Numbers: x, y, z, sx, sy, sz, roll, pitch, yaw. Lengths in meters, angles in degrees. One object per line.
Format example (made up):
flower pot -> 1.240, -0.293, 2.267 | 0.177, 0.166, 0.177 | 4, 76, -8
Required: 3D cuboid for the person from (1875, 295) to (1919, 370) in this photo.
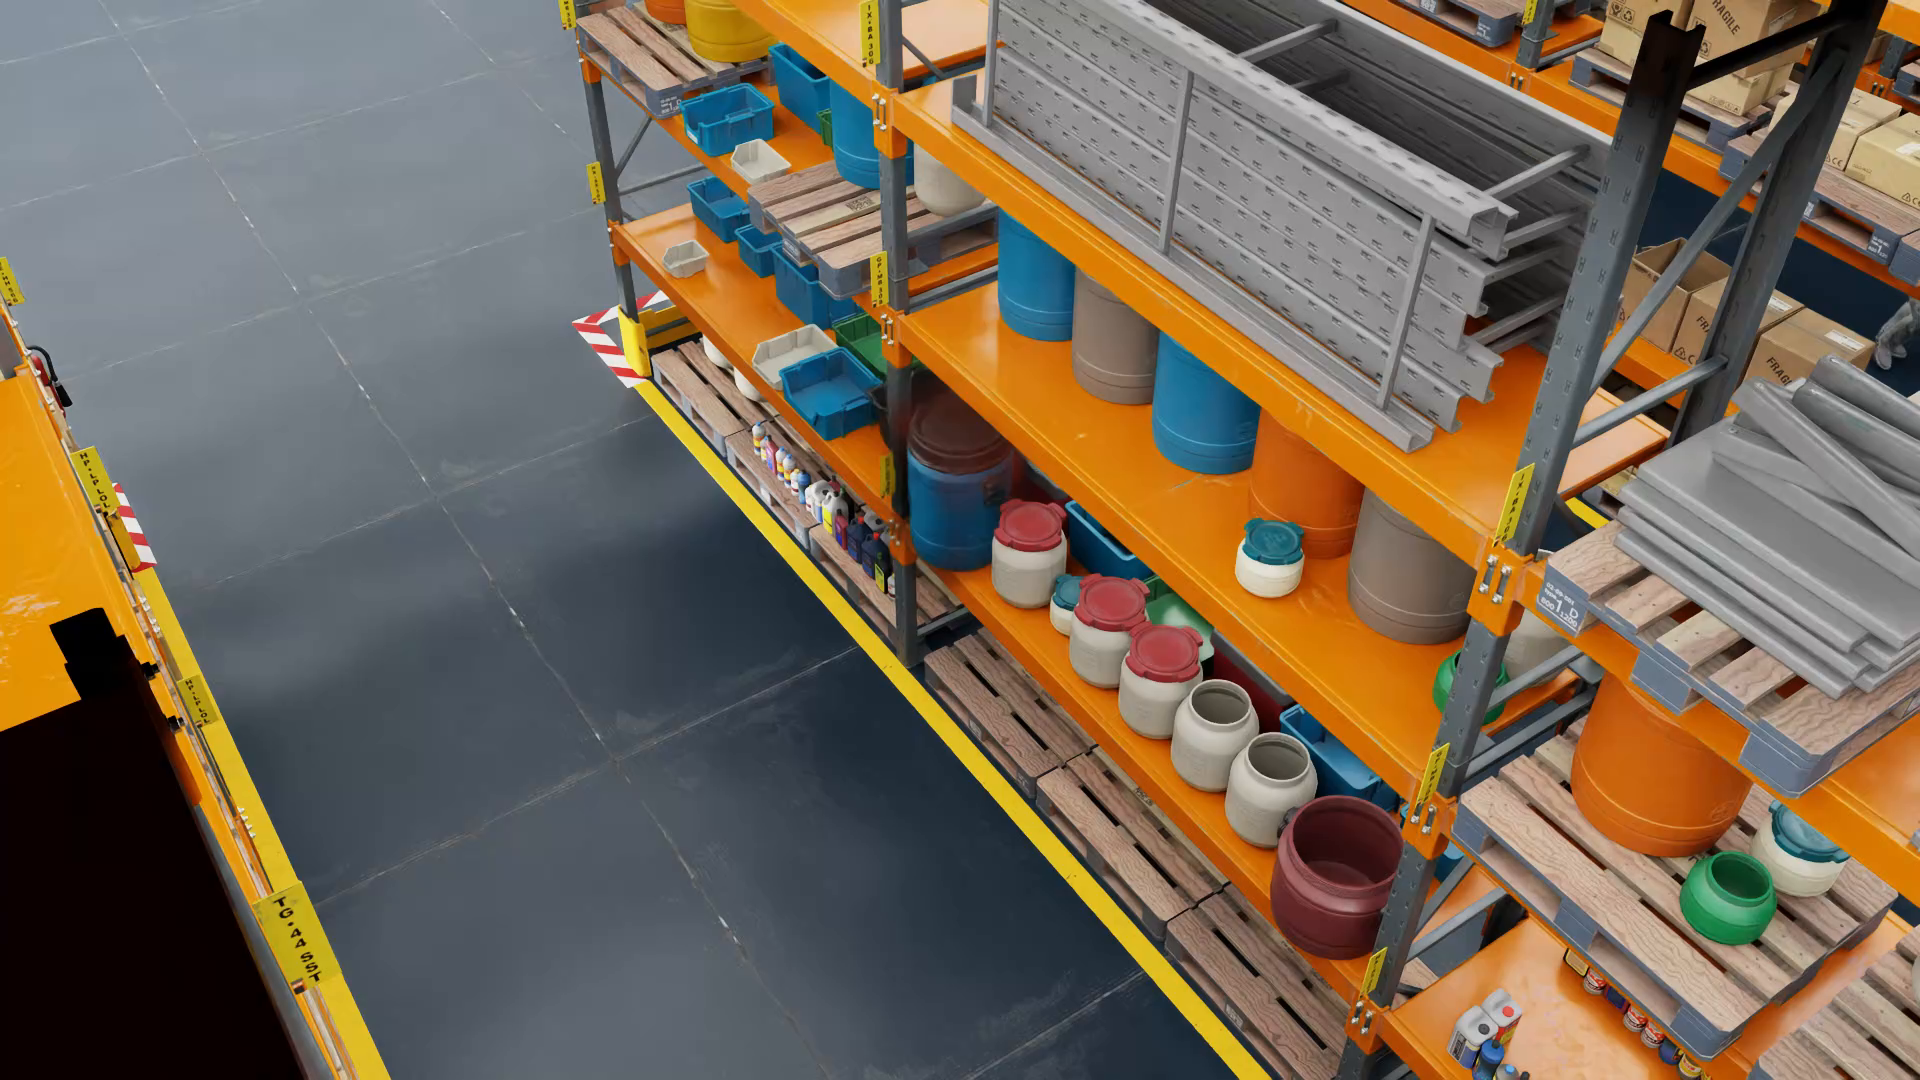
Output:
person -> 7.524, -2.066, 12.773 | 0.513, 1.646, 0.527 | -13, 44, -14
